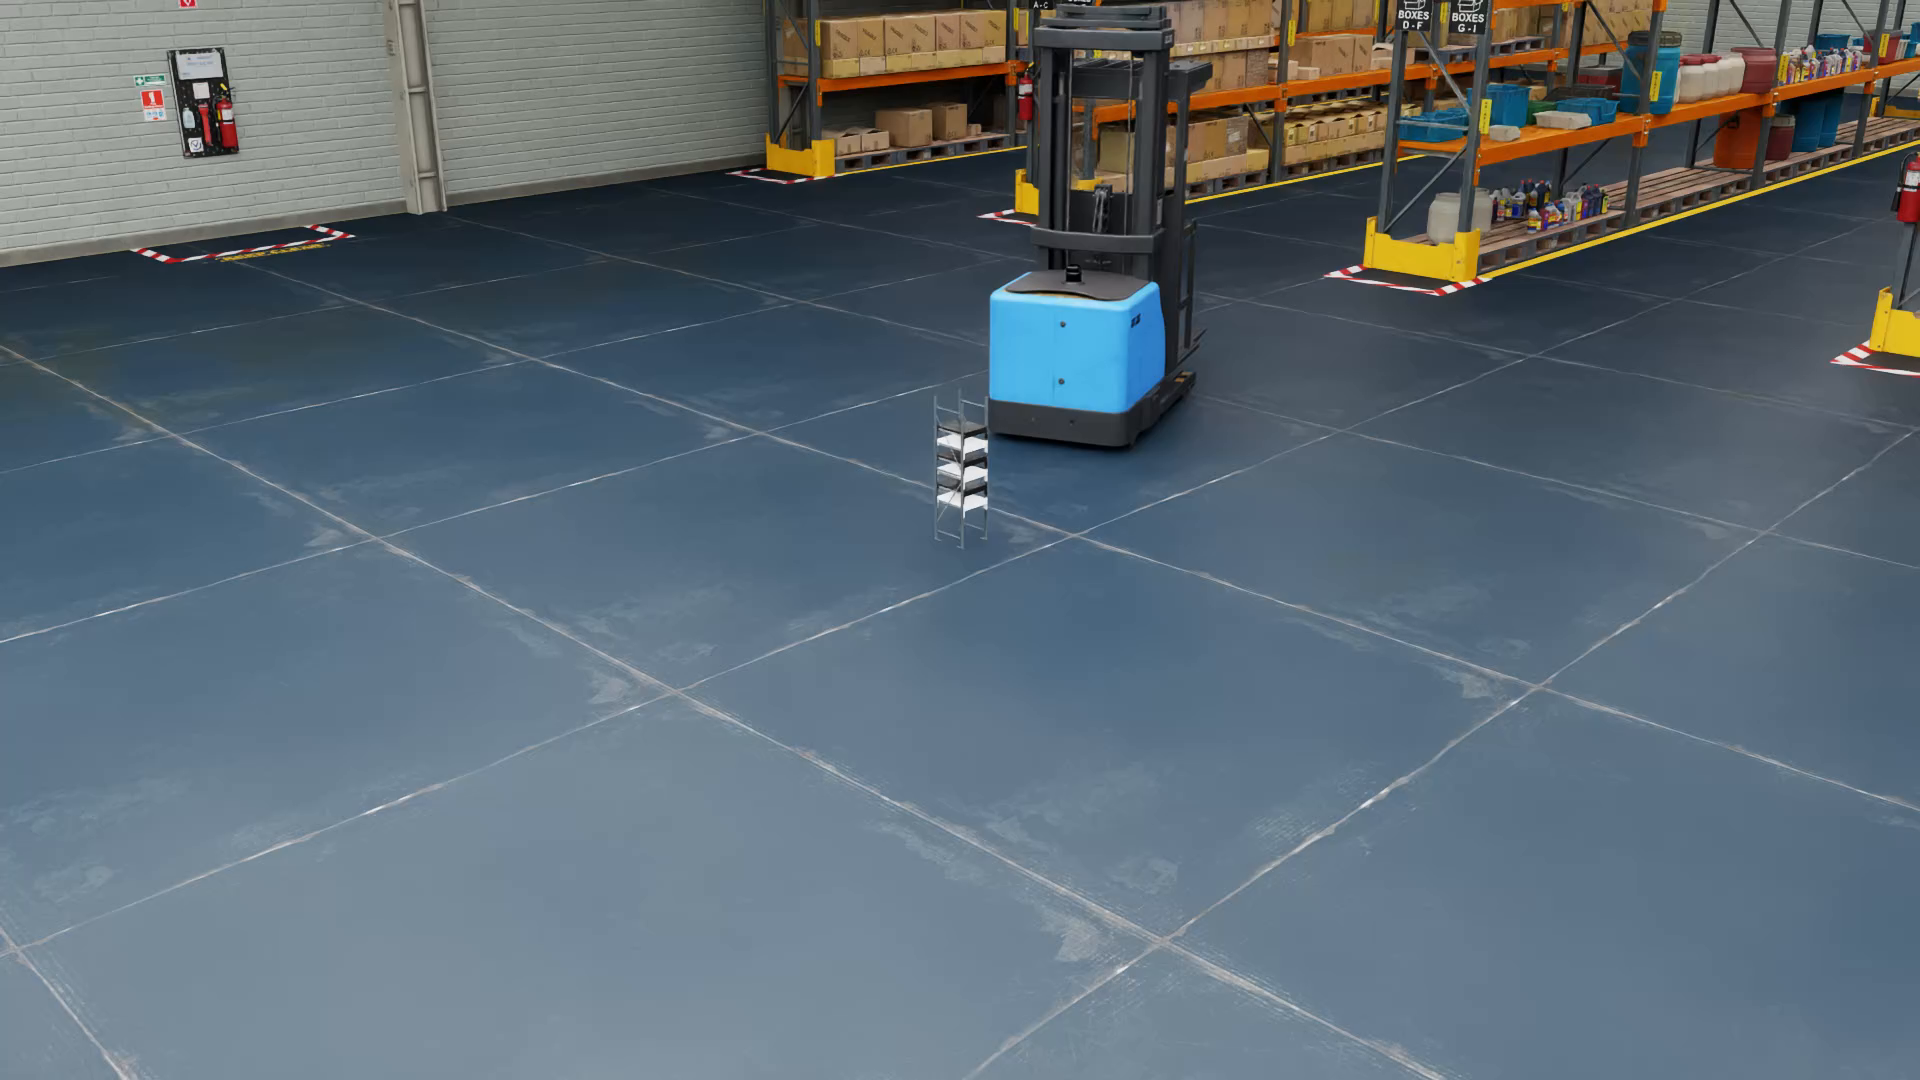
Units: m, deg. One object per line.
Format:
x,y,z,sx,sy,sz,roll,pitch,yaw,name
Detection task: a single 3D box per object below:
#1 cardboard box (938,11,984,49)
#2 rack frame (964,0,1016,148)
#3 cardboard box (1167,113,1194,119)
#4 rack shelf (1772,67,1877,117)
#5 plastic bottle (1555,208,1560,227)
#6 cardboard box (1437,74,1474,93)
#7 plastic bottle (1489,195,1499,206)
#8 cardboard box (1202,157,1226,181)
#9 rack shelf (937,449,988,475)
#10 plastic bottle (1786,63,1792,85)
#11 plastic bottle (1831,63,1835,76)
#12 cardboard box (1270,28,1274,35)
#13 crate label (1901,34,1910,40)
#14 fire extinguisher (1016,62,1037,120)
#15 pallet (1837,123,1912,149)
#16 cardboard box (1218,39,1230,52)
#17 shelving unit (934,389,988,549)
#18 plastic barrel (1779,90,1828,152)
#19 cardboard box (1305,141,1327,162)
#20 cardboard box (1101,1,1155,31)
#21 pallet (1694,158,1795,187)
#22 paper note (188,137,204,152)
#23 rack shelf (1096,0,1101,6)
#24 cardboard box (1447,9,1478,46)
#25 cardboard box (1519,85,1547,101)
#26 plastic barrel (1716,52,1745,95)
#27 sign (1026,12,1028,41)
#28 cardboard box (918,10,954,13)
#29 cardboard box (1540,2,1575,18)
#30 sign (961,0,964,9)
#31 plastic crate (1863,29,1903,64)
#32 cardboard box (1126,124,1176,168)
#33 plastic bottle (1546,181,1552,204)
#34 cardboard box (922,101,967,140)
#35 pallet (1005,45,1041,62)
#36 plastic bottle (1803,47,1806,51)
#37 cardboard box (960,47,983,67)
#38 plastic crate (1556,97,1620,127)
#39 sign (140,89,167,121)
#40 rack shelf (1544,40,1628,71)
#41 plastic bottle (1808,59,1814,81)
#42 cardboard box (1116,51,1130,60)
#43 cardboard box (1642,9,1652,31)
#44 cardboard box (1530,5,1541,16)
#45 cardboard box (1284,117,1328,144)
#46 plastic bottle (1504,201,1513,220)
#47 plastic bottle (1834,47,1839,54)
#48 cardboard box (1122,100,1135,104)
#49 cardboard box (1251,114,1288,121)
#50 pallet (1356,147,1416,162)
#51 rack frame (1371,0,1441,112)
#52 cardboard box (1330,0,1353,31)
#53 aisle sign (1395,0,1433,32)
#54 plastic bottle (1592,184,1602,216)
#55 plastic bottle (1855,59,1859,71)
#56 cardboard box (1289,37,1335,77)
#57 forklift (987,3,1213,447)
0.005,-7.636,24.896,0.500,0.500,0.500,19,28,40,cardboard box
0.458,-7.675,25.862,1.000,3.000,0.127,19,28,41,rack frame
2.764,-5.401,22.147,0.500,0.500,0.500,19,28,41,cardboard box
11.741,-6.402,23.553,1.077,0.370,4.000,19,28,41,rack shelf
6.632,-3.594,18.531,0.097,0.201,0.097,0,21,0,plastic bottle
8.031,-7.432,27.055,0.500,0.250,0.500,19,28,40,cardboard box
6.025,-3.777,18.903,0.152,0.276,0.135,18,28,39,plastic bottle
3.148,-4.917,21.933,0.500,0.250,0.500,19,28,41,cardboard box
0.006,-0.475,9.898,0.258,0.077,0.200,19,28,41,rack shelf
11.142,-6.273,22.376,0.061,0.283,0.133,19,28,41,plastic bottle
12.332,-6.682,23.556,0.097,0.201,0.097,0,21,0,plastic bottle
5.491,-9.257,30.301,0.380,0.149,0.250,19,28,41,cardboard box
15.519,-8.249,27.505,0.416,0.233,0.303,19,28,41,crate label
0.804,-5.458,20.201,0.296,0.674,0.183,19,28,41,fire extinguisher
14.473,-6.464,26.599,1.003,0.211,1.213,19,28,41,pallet
3.262,-6.401,21.504,0.380,0.149,0.250,19,28,40,cardboard box
0.006,-0.422,9.919,0.258,0.900,0.210,19,28,41,shelving unit
12.251,-6.151,24.236,0.600,0.901,0.708,19,28,41,plastic barrel
4.826,-5.522,23.507,0.500,0.250,0.500,-19,28,-41,cardboard box
1.954,-6.327,20.408,0.700,0.500,0.500,18,28,39,cardboard box
10.866,-5.135,23.141,1.003,0.211,1.213,19,28,41,pallet
-8.574,-4.436,18.663,0.016,0.148,0.142,19,28,41,paper note
2.614,-6.987,20.892,1.077,0.370,4.000,19,28,41,rack shelf
7.933,-8.085,26.203,0.500,0.500,0.700,-14,25,-32,cardboard box
9.451,-7.333,27.842,0.500,0.500,0.500,19,28,40,cardboard box
9.782,-5.958,21.239,0.421,0.512,0.421,0,21,0,plastic barrel
0.840,-6.198,20.076,0.100,0.325,0.005,19,28,41,sign
-0.383,-7.764,25.229,0.500,0.500,0.500,19,28,40,cardboard box
10.121,-9.057,27.924,0.500,0.500,0.500,-19,28,-41,cardboard box
0.057,-8.354,26.014,0.100,0.325,0.005,19,28,41,sign
13.939,-7.477,25.173,0.402,0.464,0.583,19,28,41,plastic crate
2.440,-5.014,21.140,0.500,0.500,0.500,19,28,41,cardboard box
7.019,-4.155,19.894,0.097,0.271,0.097,0,21,0,plastic bottle
-0.238,-6.437,25.512,0.500,0.500,0.500,17,27,37,cardboard box
1.095,-7.746,26.313,1.003,0.211,1.213,19,28,41,pallet
12.575,-7.210,24.815,0.061,0.283,0.133,19,28,41,plastic bottle
-0.009,-7.291,25.044,0.500,0.250,0.500,19,28,41,cardboard box
6.978,-4.774,18.521,0.499,0.251,0.616,19,28,41,plastic crate
-8.861,-4.776,18.269,0.001,0.329,0.234,19,28,41,sign
10.986,-8.671,29.456,1.077,0.370,4.000,19,28,41,rack shelf
11.719,-6.485,22.929,0.061,0.283,0.133,19,28,41,plastic bottle
1.829,-5.873,20.130,0.380,0.149,0.250,18,28,39,cardboard box
12.263,-9.384,30.170,0.500,0.500,0.500,-19,28,-40,cardboard box
9.758,-9.201,28.299,0.500,0.500,0.500,19,28,41,cardboard box
4.829,-5.782,23.402,0.500,0.311,0.500,19,28,40,cardboard box
6.254,-3.767,18.980,0.097,0.201,0.097,0,21,0,plastic bottle
12.627,-6.947,24.036,0.144,0.351,0.185,19,28,41,plastic bottle
1.917,-5.708,20.604,0.500,0.500,0.700,-19,28,-41,cardboard box
4.445,-5.922,23.766,0.500,0.311,0.500,-19,28,-41,cardboard box
6.198,-5.961,25.289,1.003,0.211,1.213,19,28,41,pallet
6.800,-7.465,25.314,1.000,3.000,0.127,19,28,41,rack frame
6.942,-10.193,31.996,0.980,0.700,0.700,18,28,39,cardboard box
4.502,-5.437,16.415,0.394,0.787,0.004,19,28,41,aisle sign
7.313,-3.927,19.189,0.144,0.351,0.185,18,28,39,plastic bottle
13.032,-6.940,24.228,0.097,0.201,0.097,0,21,0,plastic bottle
4.924,-6.812,23.477,0.500,0.500,0.500,-18,27,-38,cardboard box
1.216,-2.513,12.526,1.130,2.935,3.031,8,23,20,forklift
